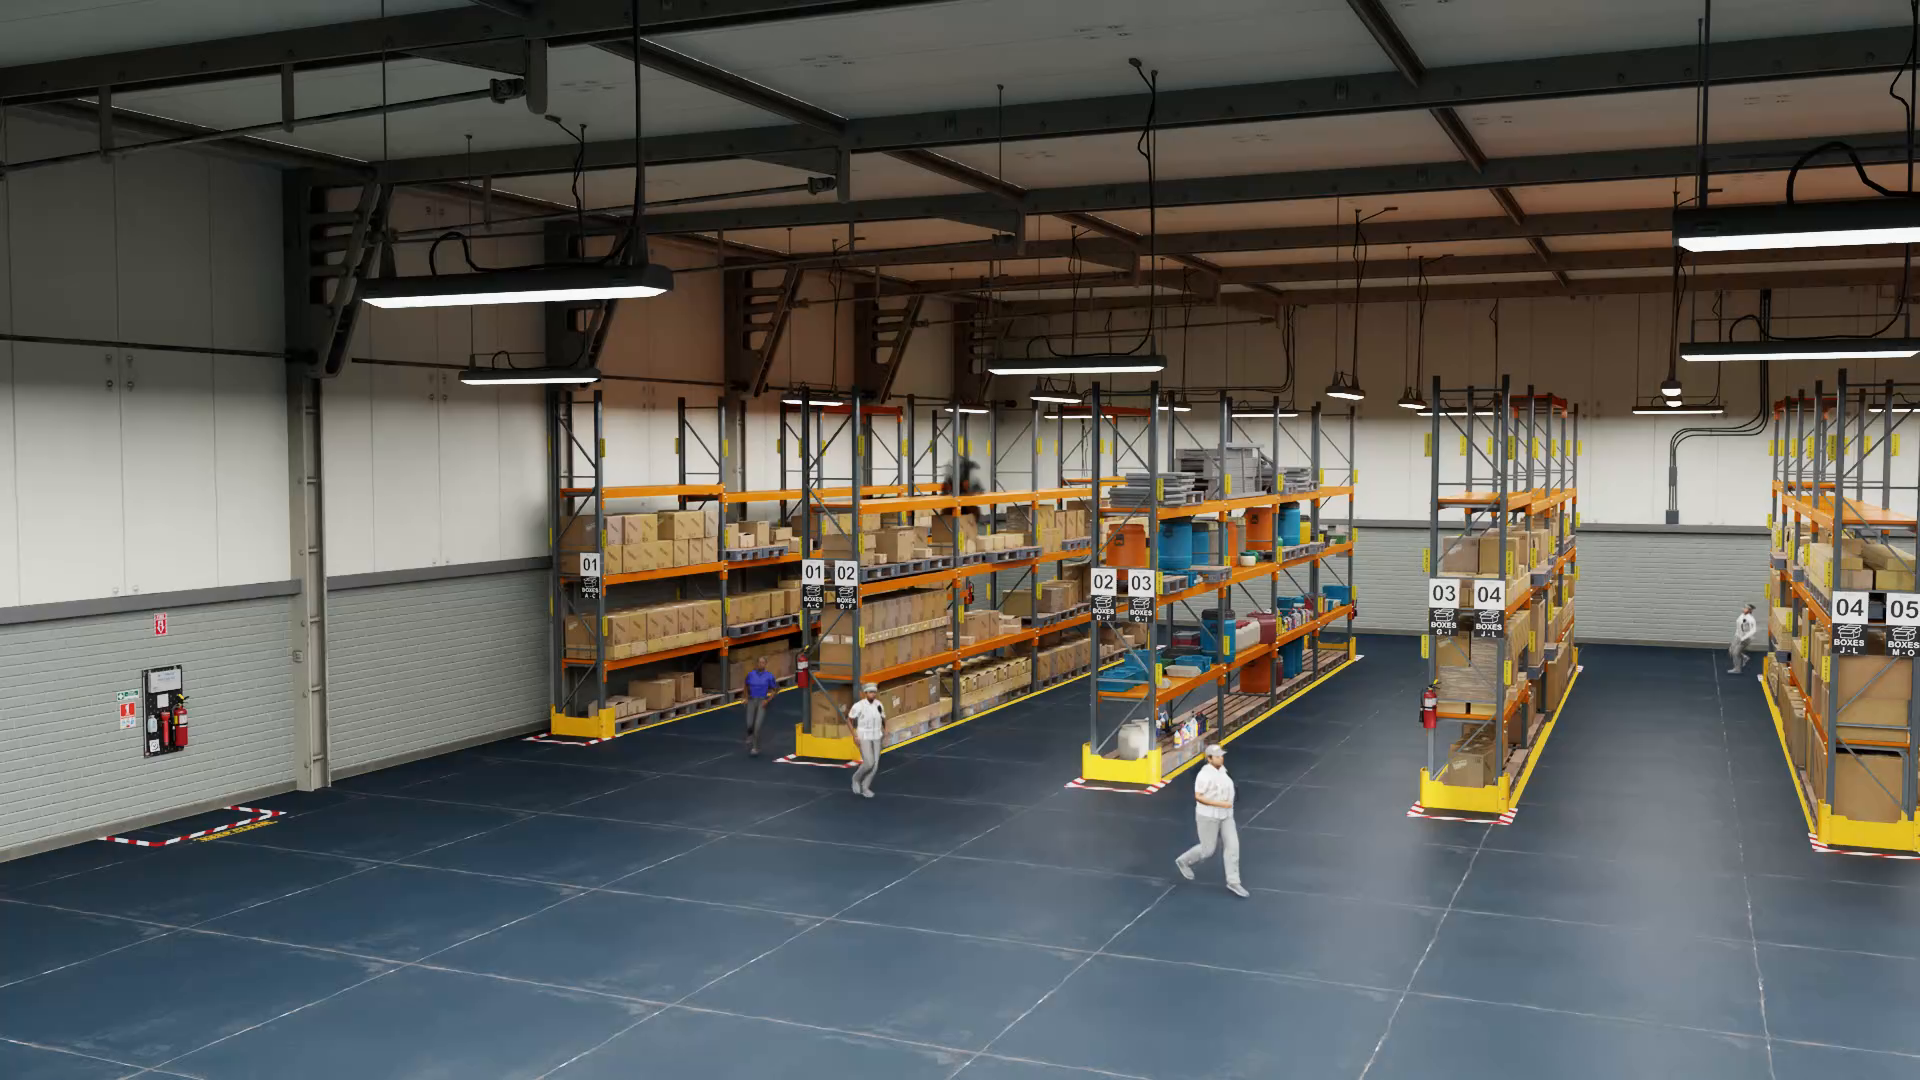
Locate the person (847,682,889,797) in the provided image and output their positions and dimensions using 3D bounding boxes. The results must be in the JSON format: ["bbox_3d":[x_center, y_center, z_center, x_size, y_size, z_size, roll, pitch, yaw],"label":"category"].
[{"bbox_3d":[-1.271,2.857,23.820,0.587,1.666,0.543,-2,4,-35],"label":"person"}]

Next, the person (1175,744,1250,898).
[{"bbox_3d":[2.879,3.140,18.777,0.619,1.676,0.894,-3,4,-43],"label":"person"}]

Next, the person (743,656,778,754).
[{"bbox_3d":[-3.284,2.722,27.333,0.584,1.644,0.550,0,3,2],"label":"person"}]

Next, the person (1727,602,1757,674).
[{"bbox_3d":[17.313,2.164,36.719,0.512,1.618,0.644,-1,3,-9],"label":"person"}]
